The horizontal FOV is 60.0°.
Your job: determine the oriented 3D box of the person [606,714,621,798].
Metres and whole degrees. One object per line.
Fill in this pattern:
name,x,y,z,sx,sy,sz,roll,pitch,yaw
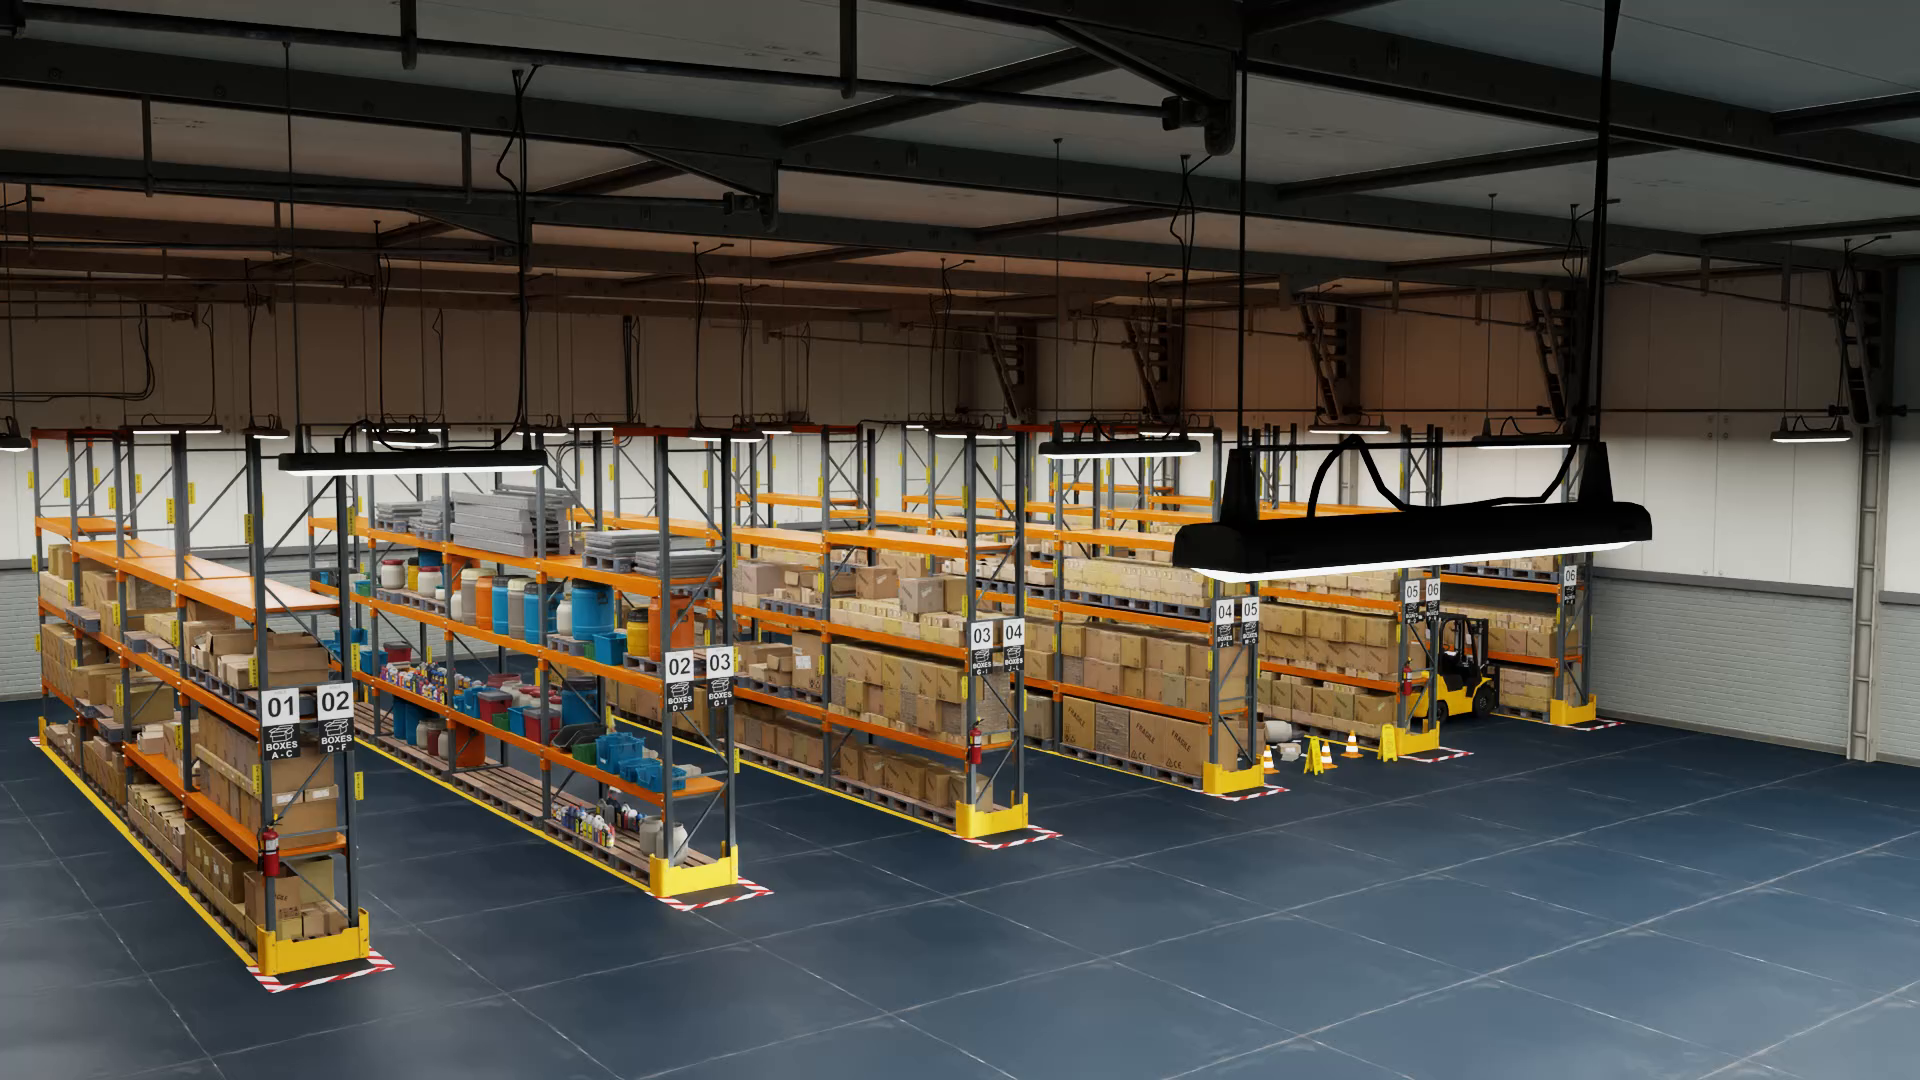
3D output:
person,-5.776,3.376,26.959,0.504,1.657,0.455,-2,5,-20
